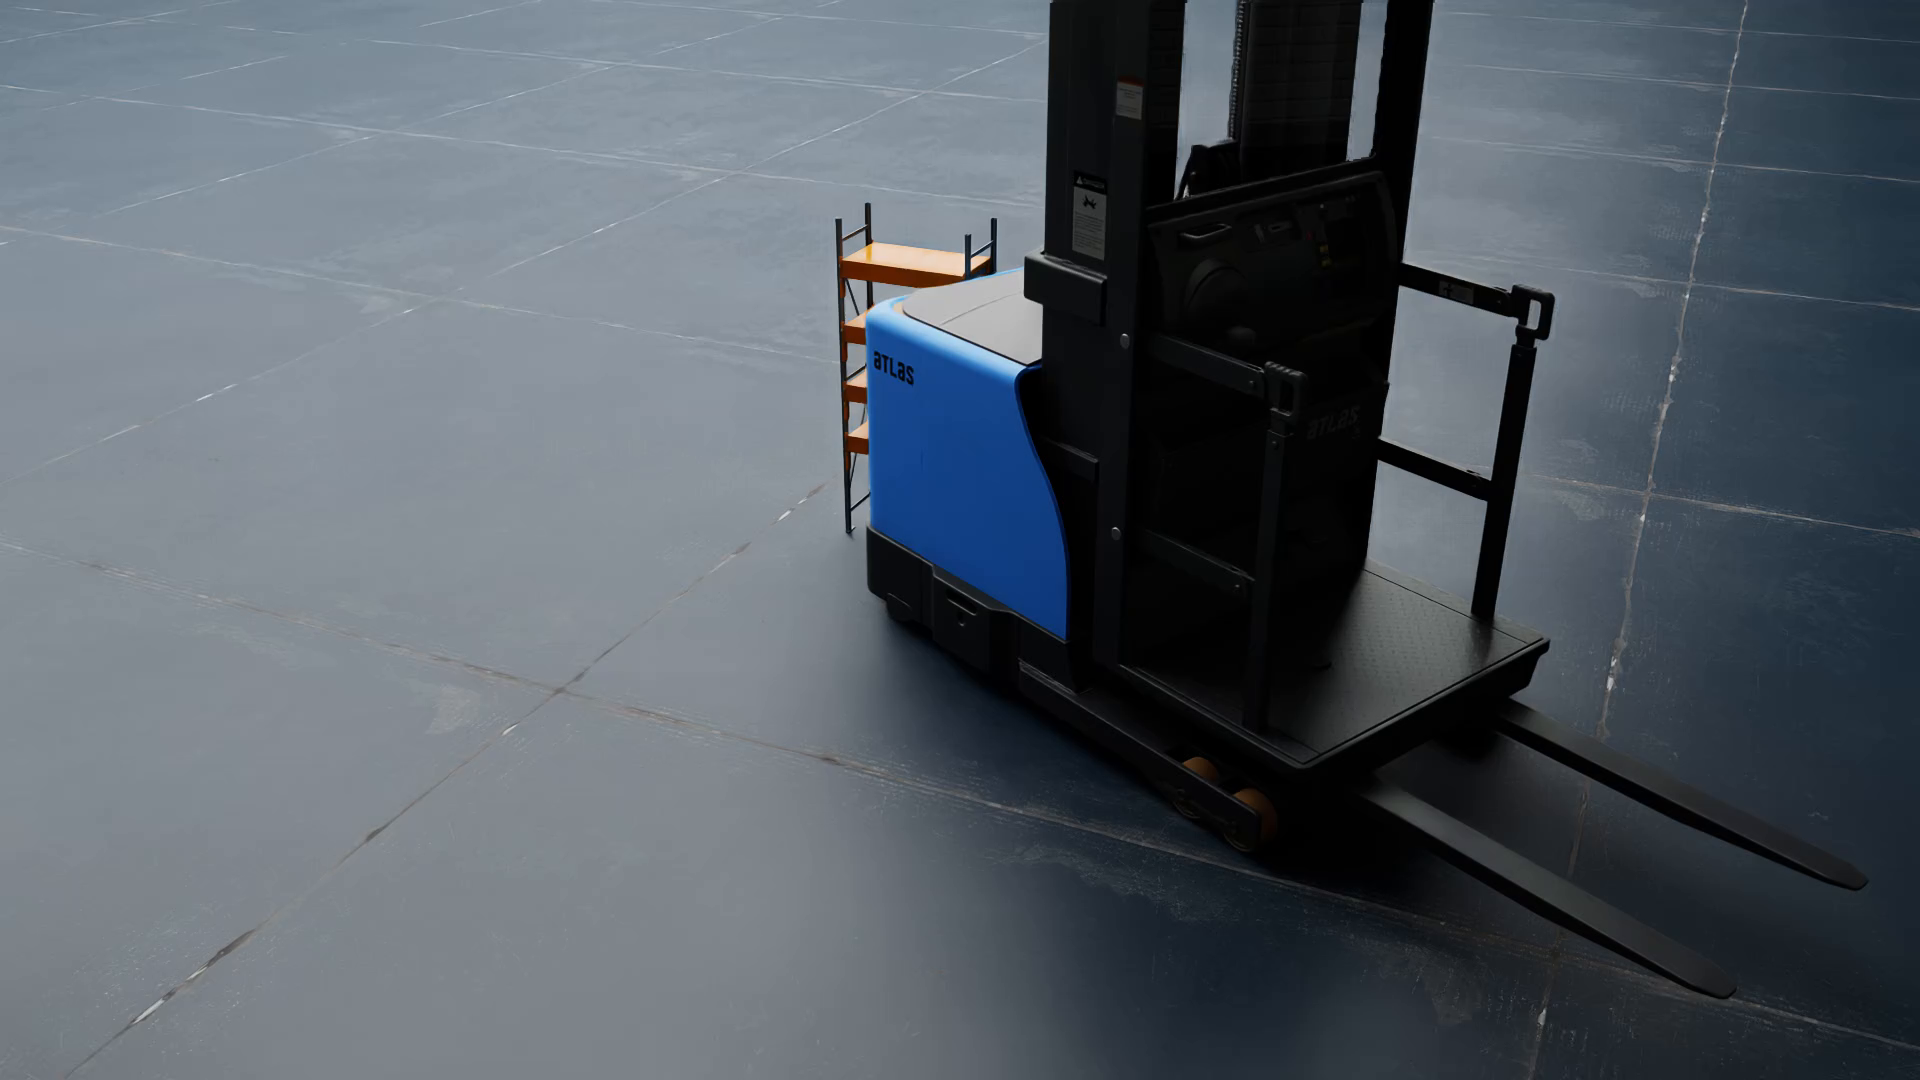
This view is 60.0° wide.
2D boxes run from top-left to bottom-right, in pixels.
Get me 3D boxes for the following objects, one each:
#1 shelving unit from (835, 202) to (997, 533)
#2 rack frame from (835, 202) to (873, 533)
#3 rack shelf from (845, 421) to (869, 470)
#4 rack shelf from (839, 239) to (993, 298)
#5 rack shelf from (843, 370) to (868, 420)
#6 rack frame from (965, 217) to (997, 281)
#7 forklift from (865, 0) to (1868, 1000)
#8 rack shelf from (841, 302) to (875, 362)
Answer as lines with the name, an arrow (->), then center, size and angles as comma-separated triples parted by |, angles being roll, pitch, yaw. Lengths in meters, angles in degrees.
shelving unit -> -0.151, -0.569, 5.984 | 0.503, 1.200, 0.258 | 11, 28, 22
rack frame -> -0.373, -0.613, 6.074 | 0.015, 1.200, 0.240 | 11, 28, 22
rack shelf -> -0.151, -0.330, 6.101 | 0.480, 0.148, 0.258 | 11, 28, 22
rack shelf -> -0.151, -0.921, 5.810 | 0.480, 0.148, 0.258 | 11, 28, 22
rack shelf -> -0.151, -0.508, 6.013 | 0.480, 0.148, 0.258 | 11, 28, 22
rack frame -> 0.071, -0.524, 5.893 | 0.015, 1.200, 0.240 | 11, 28, 22
forklift -> 0.993, -0.725, 4.341 | 1.130, 2.935, 3.031 | -19, 32, -34
rack shelf -> -0.151, -0.709, 5.914 | 0.480, 0.148, 0.258 | 11, 28, 22
